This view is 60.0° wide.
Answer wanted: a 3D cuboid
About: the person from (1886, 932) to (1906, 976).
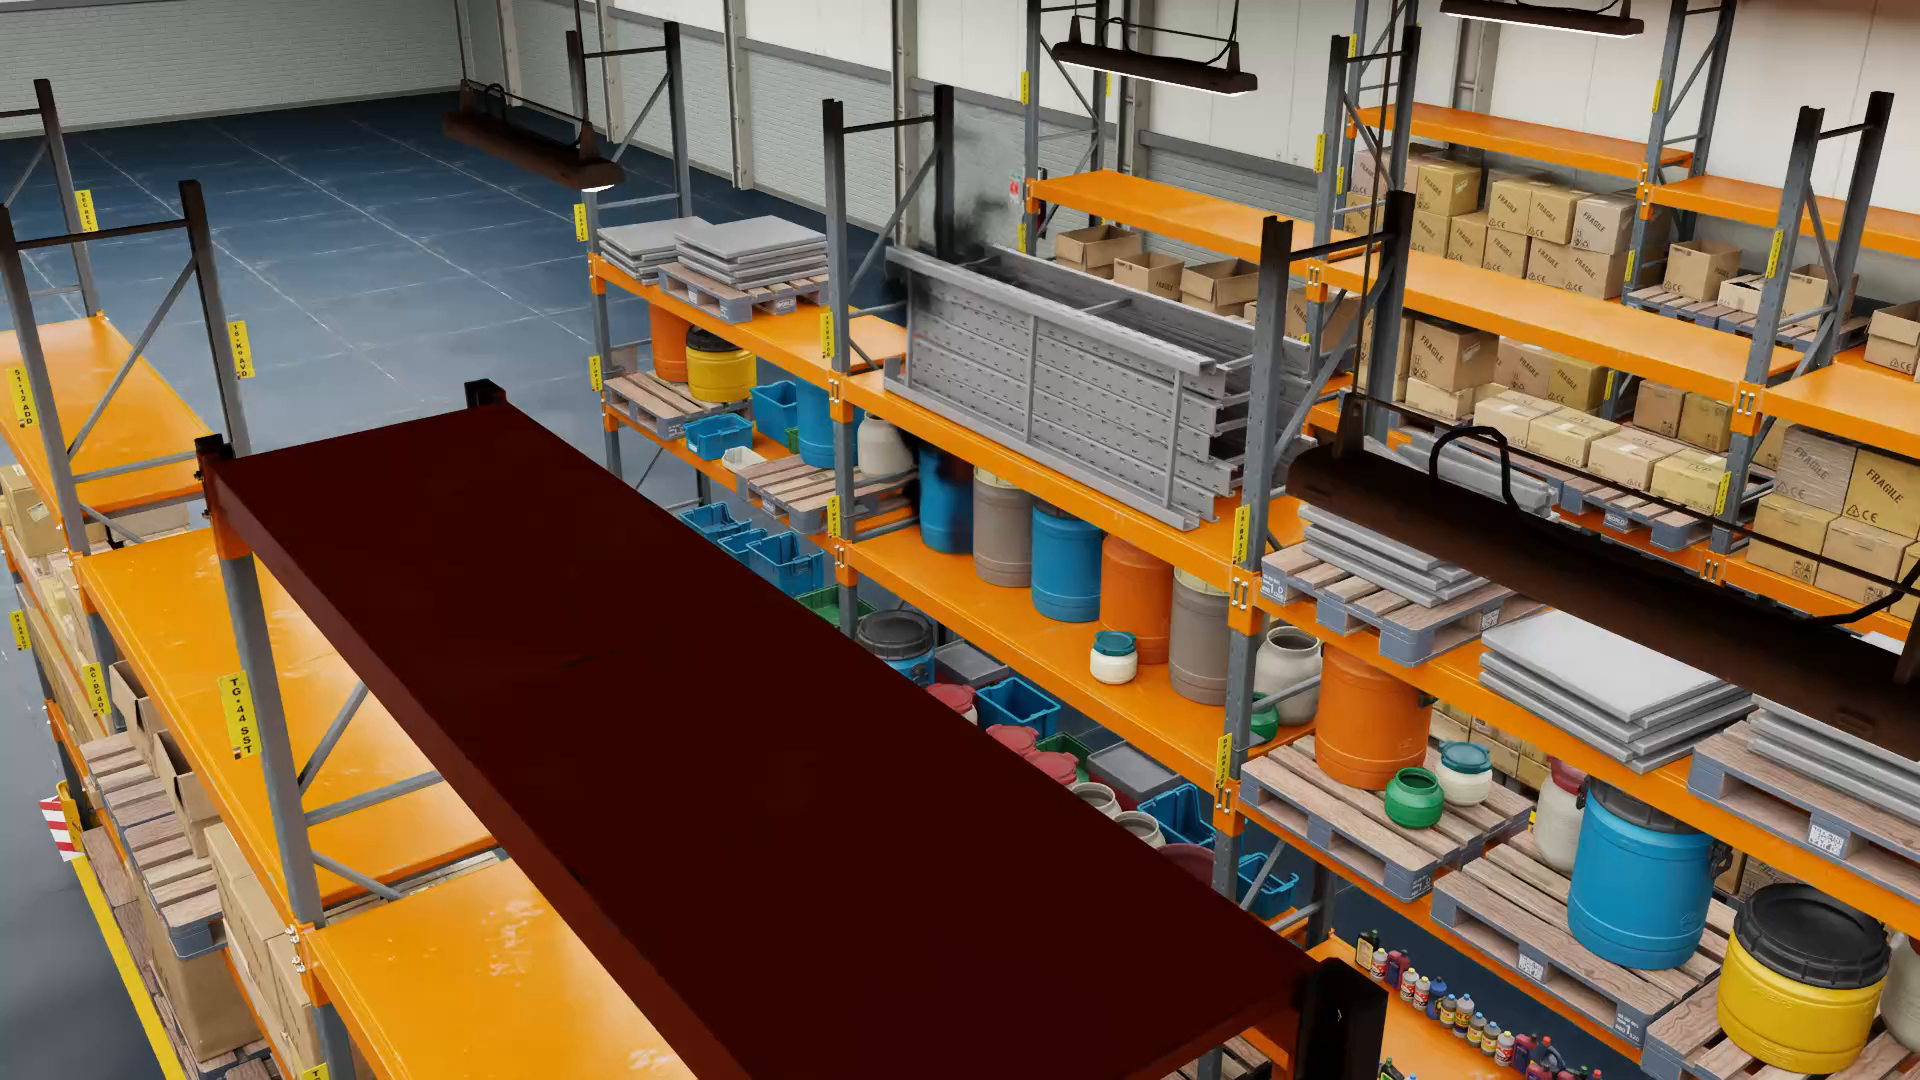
[{"bbox_3d":[5.491,3.155,10.074,0.775,1.853,0.632,19,31,35],"label":"person"}]
